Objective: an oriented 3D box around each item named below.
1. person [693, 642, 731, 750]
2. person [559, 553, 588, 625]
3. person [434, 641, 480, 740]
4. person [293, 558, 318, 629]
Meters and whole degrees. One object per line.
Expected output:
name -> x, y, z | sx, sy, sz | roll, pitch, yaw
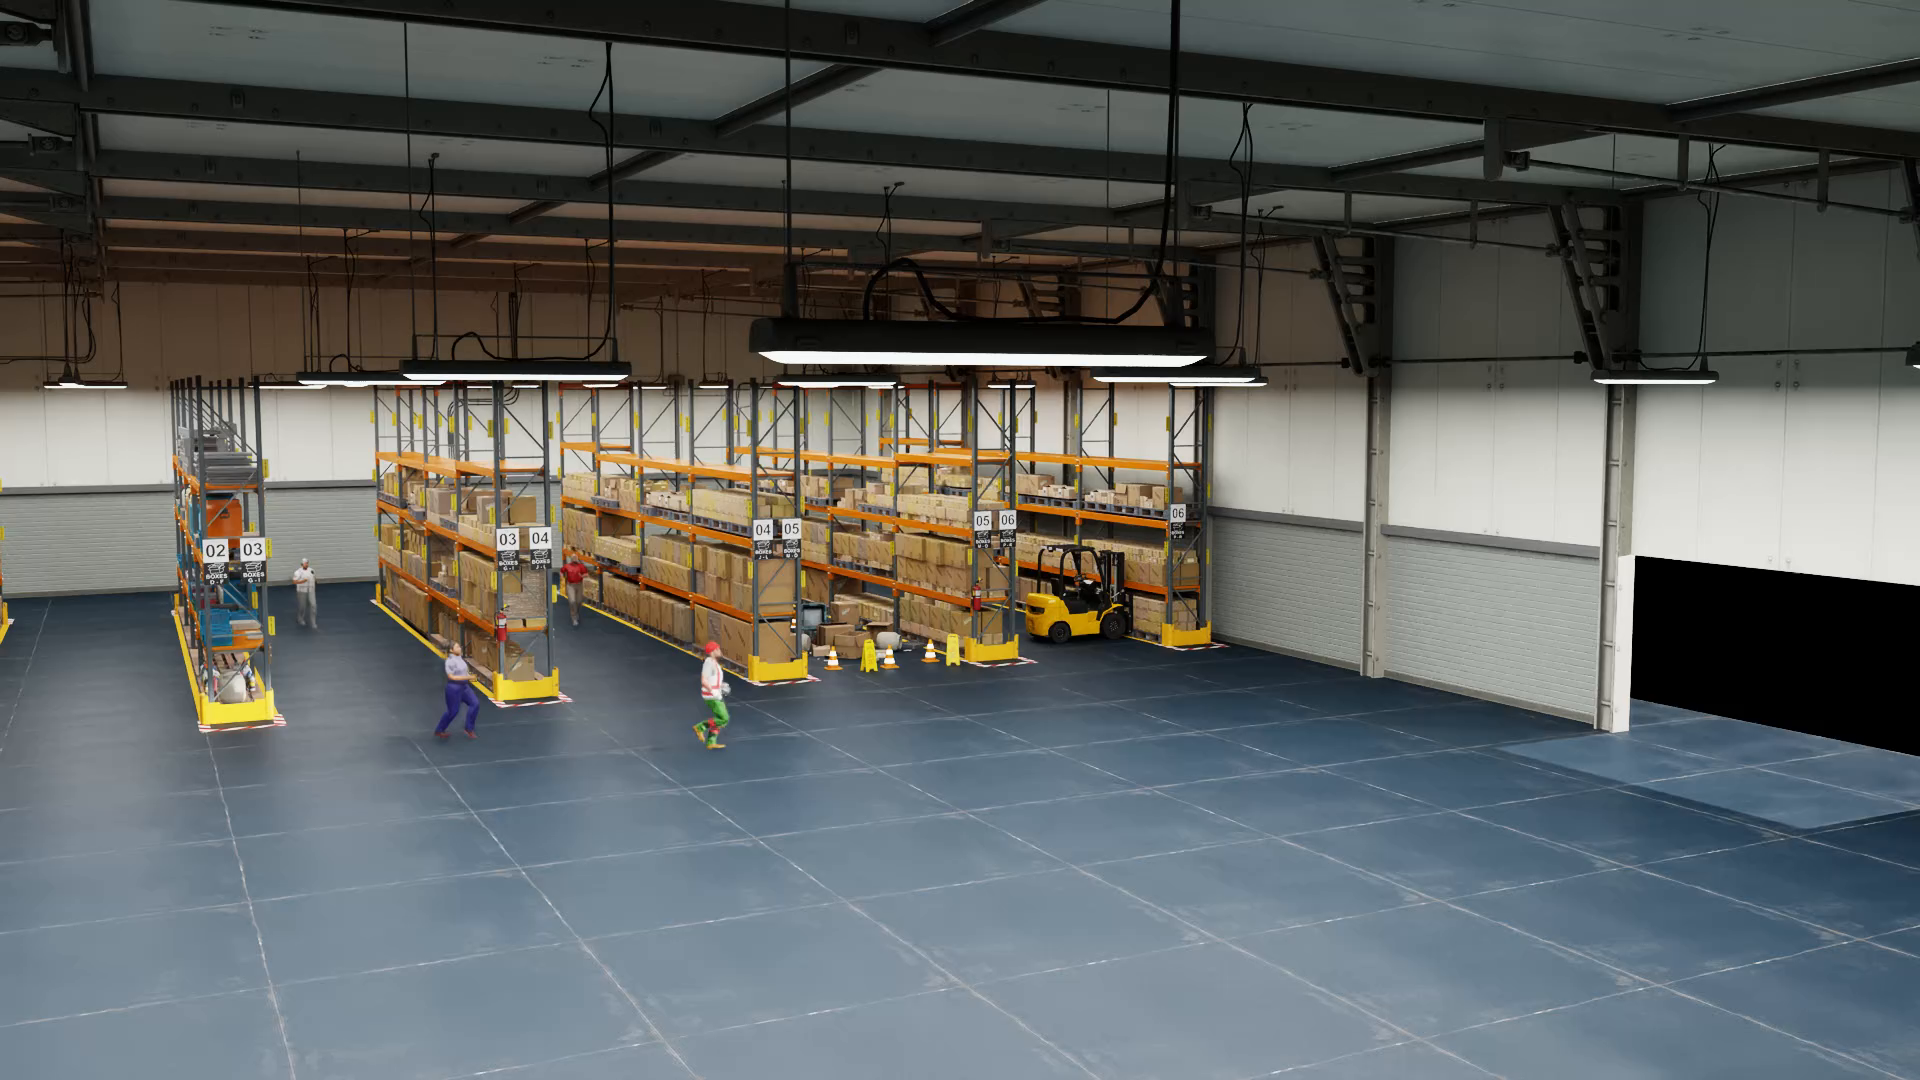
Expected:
person -> -3.983, 2.497, 26.680 | 0.601, 1.735, 0.623 | 0, 5, -4
person -> -9.508, 1.189, 41.073 | 0.658, 1.729, 0.954 | -2, 6, -26
person -> -8.298, 2.496, 27.403 | 0.733, 1.683, 0.608 | 1, 5, 8
person -> -15.914, 1.298, 40.435 | 0.592, 1.721, 0.747 | -4, 6, -38
